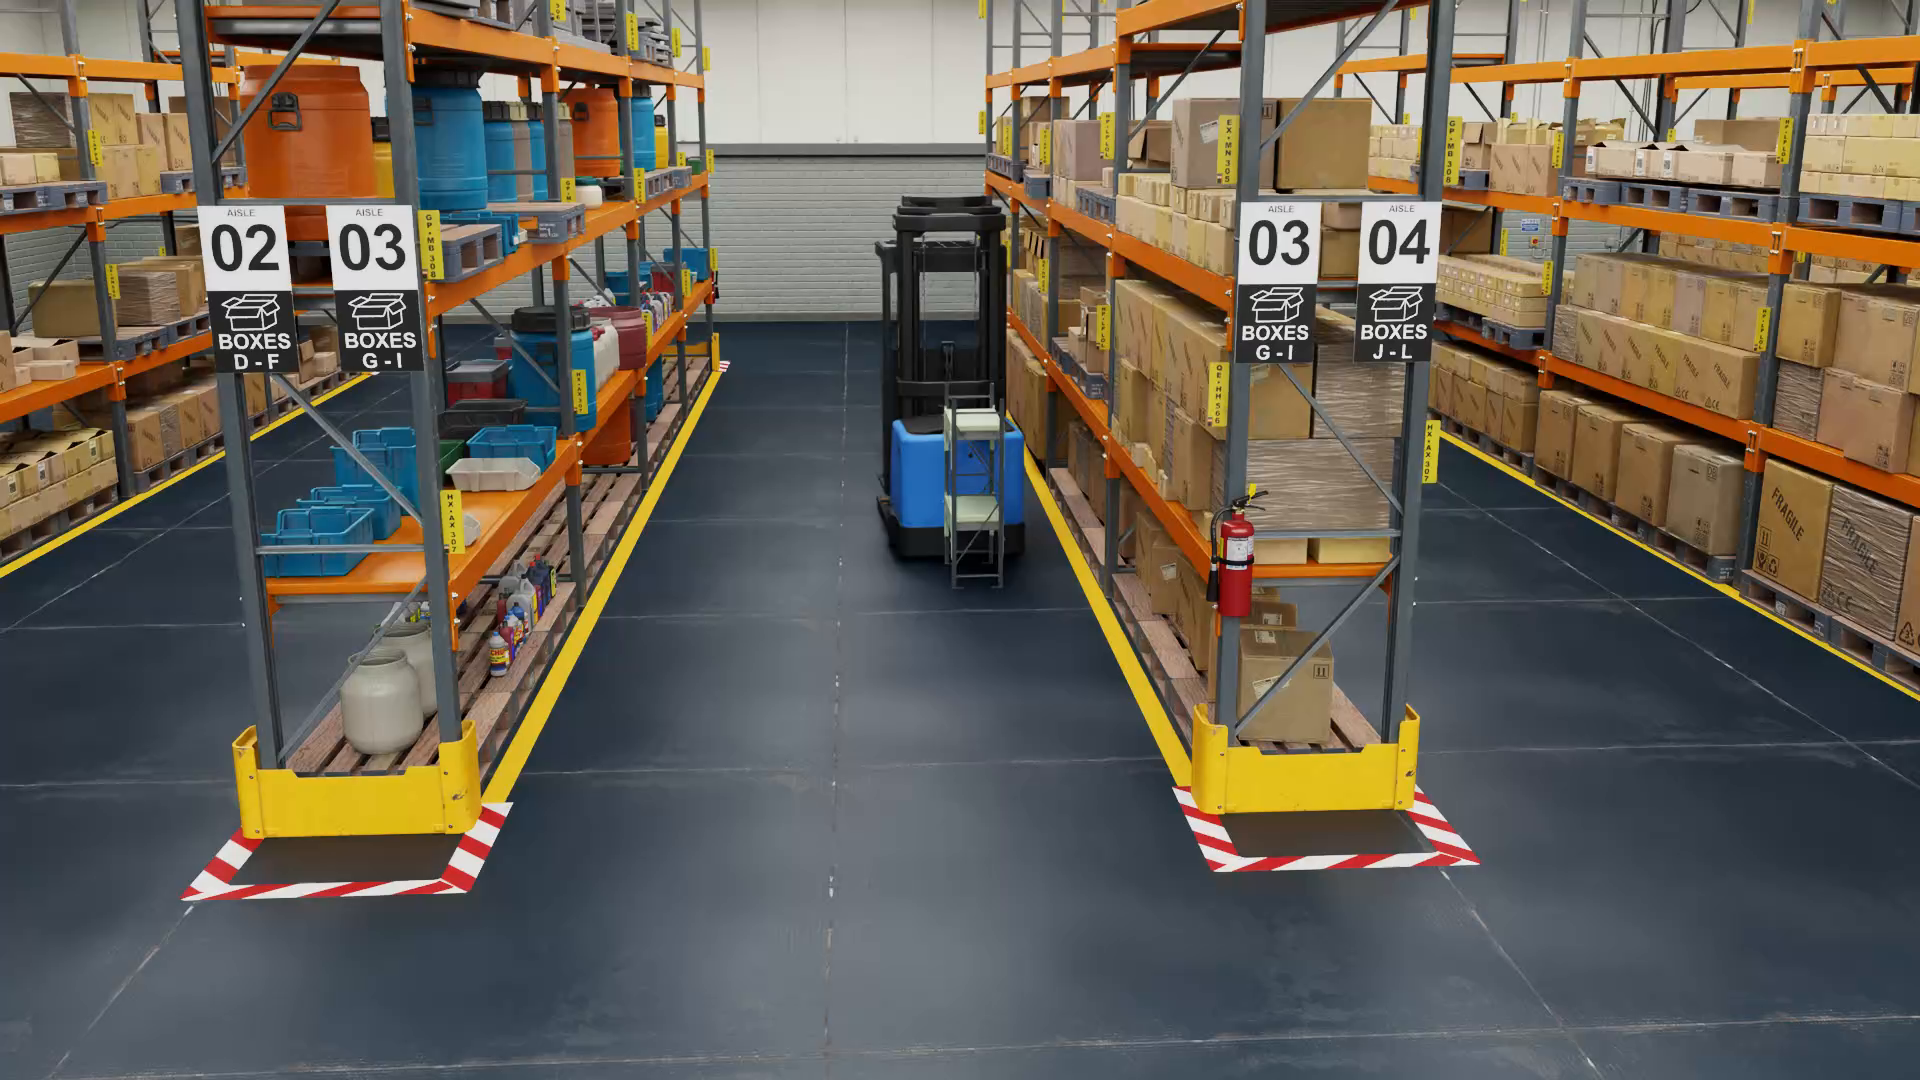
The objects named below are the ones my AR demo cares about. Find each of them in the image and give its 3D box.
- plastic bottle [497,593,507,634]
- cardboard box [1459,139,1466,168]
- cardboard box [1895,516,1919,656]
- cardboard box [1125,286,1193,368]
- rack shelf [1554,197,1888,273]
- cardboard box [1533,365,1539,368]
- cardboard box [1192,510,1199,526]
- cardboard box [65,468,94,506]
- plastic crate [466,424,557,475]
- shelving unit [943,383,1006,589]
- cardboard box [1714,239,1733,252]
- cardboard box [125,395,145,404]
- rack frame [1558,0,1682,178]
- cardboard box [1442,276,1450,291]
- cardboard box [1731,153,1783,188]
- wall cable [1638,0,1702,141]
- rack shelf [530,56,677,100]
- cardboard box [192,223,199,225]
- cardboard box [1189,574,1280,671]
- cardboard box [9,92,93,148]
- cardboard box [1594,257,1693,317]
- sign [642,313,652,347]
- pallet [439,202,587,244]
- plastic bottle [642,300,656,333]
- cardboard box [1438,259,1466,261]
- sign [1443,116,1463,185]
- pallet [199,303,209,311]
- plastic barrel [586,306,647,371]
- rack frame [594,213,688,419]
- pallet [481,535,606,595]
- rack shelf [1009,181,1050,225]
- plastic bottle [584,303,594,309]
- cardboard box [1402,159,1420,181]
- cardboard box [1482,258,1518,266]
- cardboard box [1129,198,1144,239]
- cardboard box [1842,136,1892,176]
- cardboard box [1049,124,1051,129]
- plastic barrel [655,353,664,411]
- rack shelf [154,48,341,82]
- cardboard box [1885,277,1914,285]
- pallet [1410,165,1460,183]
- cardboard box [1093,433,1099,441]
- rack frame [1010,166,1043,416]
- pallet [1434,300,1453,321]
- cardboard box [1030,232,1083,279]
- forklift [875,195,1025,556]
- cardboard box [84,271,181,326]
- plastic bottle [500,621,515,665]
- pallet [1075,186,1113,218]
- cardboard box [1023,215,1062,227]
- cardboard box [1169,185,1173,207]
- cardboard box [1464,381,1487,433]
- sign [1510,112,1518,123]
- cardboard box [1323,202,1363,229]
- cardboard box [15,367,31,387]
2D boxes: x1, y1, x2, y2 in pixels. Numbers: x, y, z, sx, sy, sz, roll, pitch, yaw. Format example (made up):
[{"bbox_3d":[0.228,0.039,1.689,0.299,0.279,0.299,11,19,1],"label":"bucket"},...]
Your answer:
[{"bbox_3d":[-3.070,0.485,11.188,0.061,0.283,0.133,-1,14,-3],"label":"plastic bottle"},{"bbox_3d":[5.920,-4.451,19.123,0.500,0.311,0.500,-1,14,-4],"label":"cardboard box"},{"bbox_3d":[6.654,0.363,10.517,0.875,0.875,0.875,-1,14,-4],"label":"cardboard box"},{"bbox_3d":[1.420,-1.456,11.361,0.500,0.500,0.500,-1,14,-3],"label":"cardboard box"},{"bbox_3d":[6.447,-2.673,14.318,1.077,0.370,4.000,-1,14,-3],"label":"rack shelf"},{"bbox_3d":[6.490,-1.723,17.872,0.500,0.250,0.500,-1,14,-4],"label":"cardboard box"},{"bbox_3d":[1.556,-0.157,9.620,0.380,0.149,0.250,-1,14,-3],"label":"cardboard box"},{"bbox_3d":[-8.210,-0.479,15.043,0.500,0.250,0.500,-1,14,-4],"label":"cardboard box"},{"bbox_3d":[-2.990,-0.600,11.137,0.499,0.251,0.616,-1,14,-3],"label":"plastic crate"},{"bbox_3d":[0.106,-0.438,13.209,0.431,1.500,0.755,-1,15,-5],"label":"shelving unit"},{"bbox_3d":[10.617,-4.185,22.566,0.500,0.500,0.500,-1,14,-3],"label":"cardboard box"},{"bbox_3d":[-8.846,-1.222,17.391,0.500,0.500,0.500,-1,14,-5],"label":"cardboard box"},{"bbox_3d":[6.323,-4.971,15.788,1.000,3.000,0.127,-1,14,-3],"label":"rack frame"},{"bbox_3d":[5.710,-2.921,18.924,0.380,0.149,0.250,0,14,-1],"label":"cardboard box"},{"bbox_3d":[6.367,-2.876,12.922,0.500,0.250,0.500,-1,14,-3],"label":"cardboard box"},{"bbox_3d":[13.661,-8.535,29.565,2.988,3.039,0.133,-1,14,-3],"label":"wall cable"},{"bbox_3d":[-3.701,-4.799,17.363,1.077,0.370,4.000,-1,14,-3],"label":"rack shelf"},{"bbox_3d":[-9.094,-3.639,20.442,0.500,0.500,0.500,-1,14,-5],"label":"cardboard box"},{"bbox_3d":[1.748,0.523,10.648,0.500,0.500,0.500,0,14,2],"label":"cardboard box"},{"bbox_3d":[-8.542,-3.956,15.656,0.500,0.500,0.500,-1,14,-3],"label":"cardboard box"},{"bbox_3d":[6.373,-2.361,15.475,0.700,0.500,0.500,-1,14,-4],"label":"cardboard box"},{"bbox_3d":[-3.029,-2.027,16.058,0.100,0.325,0.005,-1,14,-3],"label":"sign"},{"bbox_3d":[-3.188,-2.126,11.130,1.213,0.211,1.003,-1,14,-3],"label":"pallet"},{"bbox_3d":[-3.374,-2.411,17.977,0.144,0.351,0.185,-1,14,-3],"label":"plastic bottle"},{"bbox_3d":[5.677,-3.192,19.381,0.380,0.149,0.250,-1,14,-3],"label":"cardboard box"},{"bbox_3d":[2.403,-1.909,8.153,0.100,0.325,0.005,-1,14,-3],"label":"sign"},{"bbox_3d":[-8.829,-2.564,18.856,1.003,0.211,1.213,-1,14,-3],"label":"pallet"},{"bbox_3d":[-3.246,-1.893,15.591,0.600,0.536,0.708,-1,14,-3],"label":"plastic barrel"},{"bbox_3d":[-3.825,-2.933,19.905,1.000,3.000,0.127,-1,14,-3],"label":"rack frame"},{"bbox_3d":[-3.417,0.213,13.276,1.003,0.211,1.213,-1,14,-3],"label":"pallet"},{"bbox_3d":[1.242,-3.616,17.984,1.077,0.370,4.000,-1,14,-3],"label":"rack shelf"},{"bbox_3d":[-4.105,-2.464,18.331,0.152,0.276,0.135,-1,14,-3],"label":"plastic bottle"},{"bbox_3d":[5.775,-4.558,20.505,0.500,0.250,0.500,-1,14,-2],"label":"cardboard box"},{"bbox_3d":[6.326,-3.202,19.421,0.380,0.149,0.250,-1,14,-5],"label":"cardboard box"},{"bbox_3d":[1.424,-2.152,11.152,0.500,0.250,0.500,-1,14,-4],"label":"cardboard box"},{"bbox_3d":[6.354,-2.595,11.235,0.500,0.250,0.500,-1,14,-4],"label":"cardboard box"},{"bbox_3d":[1.256,-3.871,16.482,0.797,0.503,0.637,0,14,0],"label":"cardboard box"},{"bbox_3d":[-3.809,-1.984,19.587,0.600,0.901,0.708,-1,14,-3],"label":"plastic barrel"},{"bbox_3d":[-8.893,-5.910,20.887,1.077,0.370,4.000,-1,14,-3],"label":"rack shelf"},{"bbox_3d":[10.853,-2.837,18.830,0.500,0.250,0.500,-1,14,-5],"label":"cardboard box"},{"bbox_3d":[6.007,-4.267,19.448,1.213,0.211,1.003,-1,14,-3],"label":"pallet"},{"bbox_3d":[1.480,-1.082,15.341,0.500,0.250,0.500,1,14,3],"label":"cardboard box"},{"bbox_3d":[1.118,-3.009,20.202,1.000,3.000,0.127,-1,14,-3],"label":"rack frame"},{"bbox_3d":[5.977,-2.775,19.678,1.003,0.211,1.213,-1,14,-3],"label":"pallet"},{"bbox_3d":[1.197,-3.214,18.783,0.797,0.503,0.637,-1,14,-3],"label":"cardboard box"},{"bbox_3d":[-0.171,-1.604,14.879,1.130,2.935,3.031,-2,15,-8],"label":"forklift"},{"bbox_3d":[-8.539,-2.499,17.177,0.700,0.500,0.500,2,15,7],"label":"cardboard box"},{"bbox_3d":[-2.879,0.642,10.580,0.061,0.283,0.133,-1,14,-3],"label":"plastic bottle"},{"bbox_3d":[1.614,-2.794,13.724,1.213,0.211,1.003,-1,14,-3],"label":"pallet"},{"bbox_3d":[1.163,-4.321,23.501,0.500,0.500,0.500,-1,14,-3],"label":"cardboard box"},{"bbox_3d":[1.495,-2.120,10.227,0.380,0.149,0.250,-1,14,-2],"label":"cardboard box"},{"bbox_3d":[5.943,-1.479,18.427,0.500,0.500,0.500,-2,15,-6],"label":"cardboard box"},{"bbox_3d":[6.628,-4.964,19.951,0.100,0.325,0.005,-1,14,-3],"label":"sign"},{"bbox_3d":[2.075,-1.670,8.478,0.380,0.149,0.250,-1,14,-4],"label":"cardboard box"},{"bbox_3d":[-8.386,-1.424,14.547,0.380,0.149,0.250,0,14,1],"label":"cardboard box"}]
